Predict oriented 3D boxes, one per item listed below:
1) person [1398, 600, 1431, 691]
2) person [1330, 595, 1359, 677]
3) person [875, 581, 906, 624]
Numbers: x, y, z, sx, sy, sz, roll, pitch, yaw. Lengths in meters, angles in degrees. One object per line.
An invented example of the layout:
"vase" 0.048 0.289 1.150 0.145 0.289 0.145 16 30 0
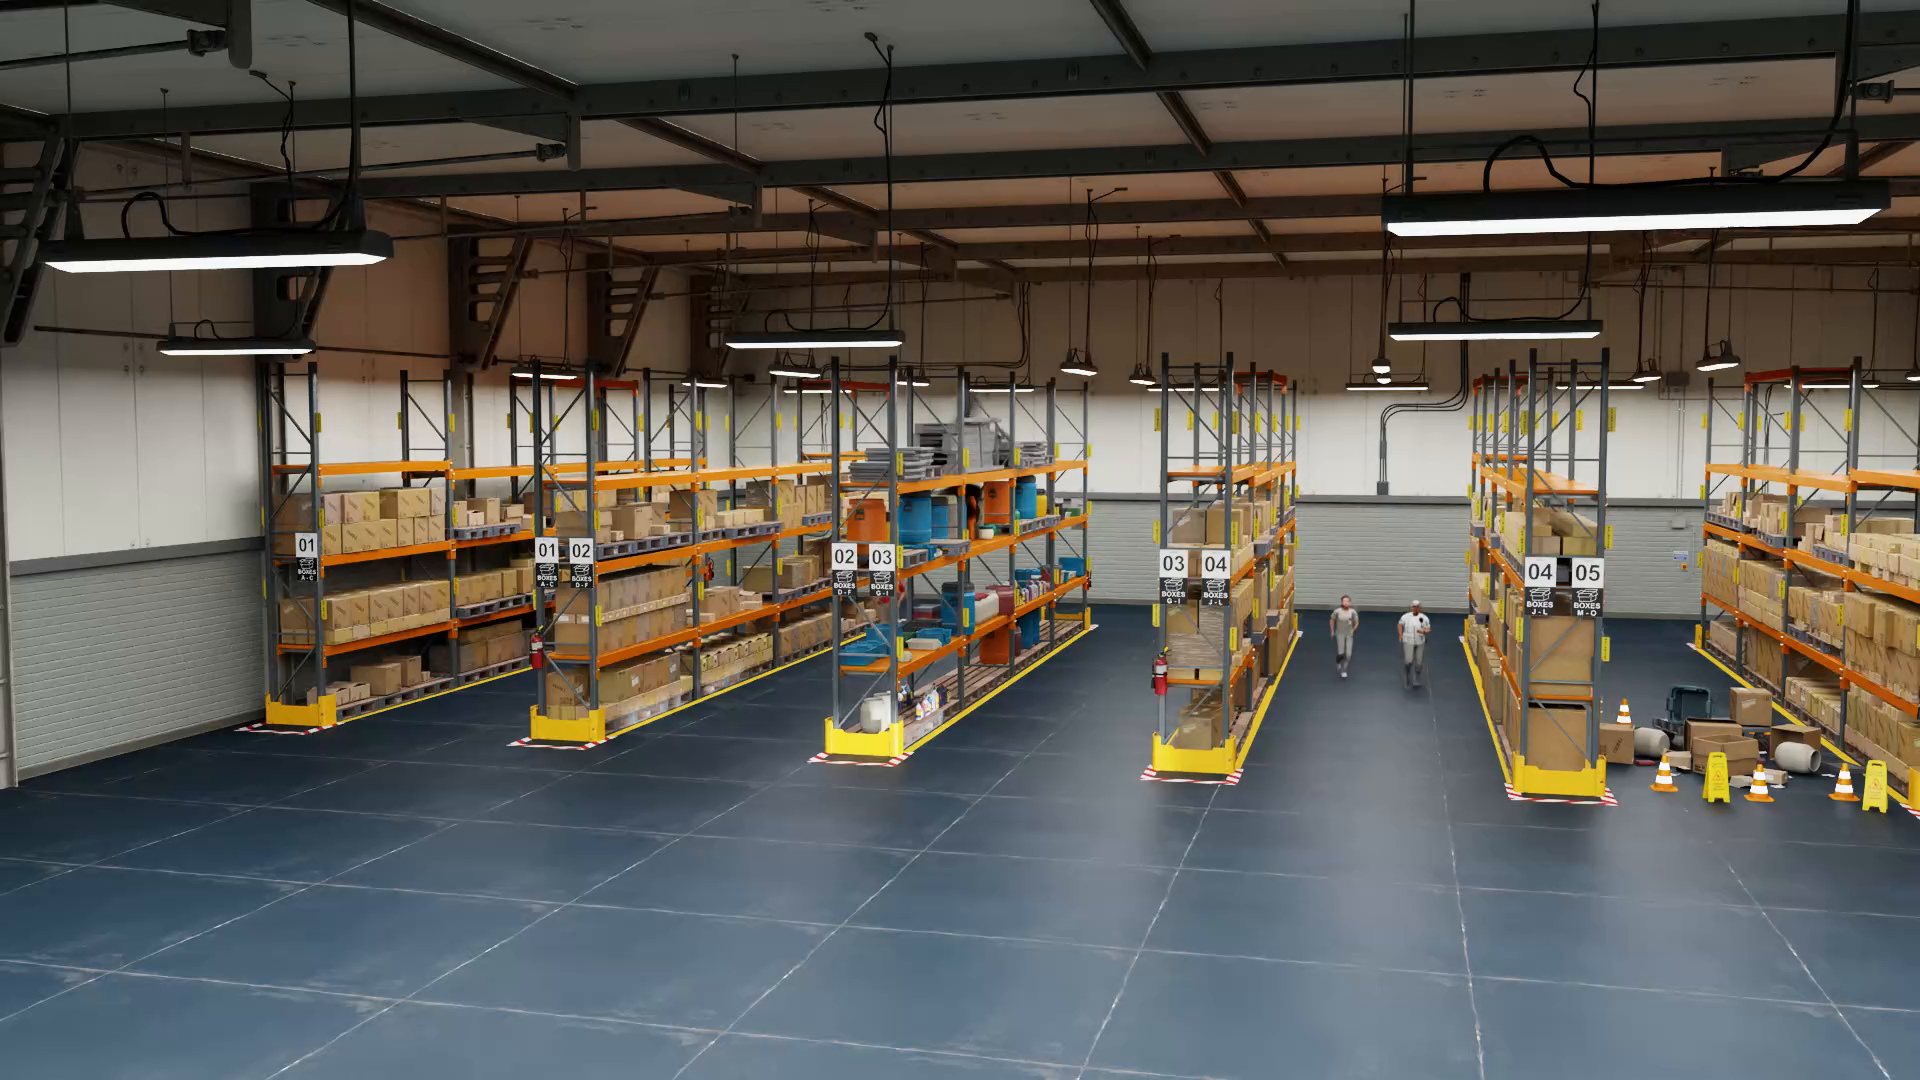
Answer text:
"person" 8.533 1.985 31.239 0.575 1.708 0.711 1 4 10
"person" 7.559 1.894 32.700 0.550 1.620 0.593 1 4 8
"person" -1.469 1.433 34.786 0.663 1.695 0.752 0 4 1
